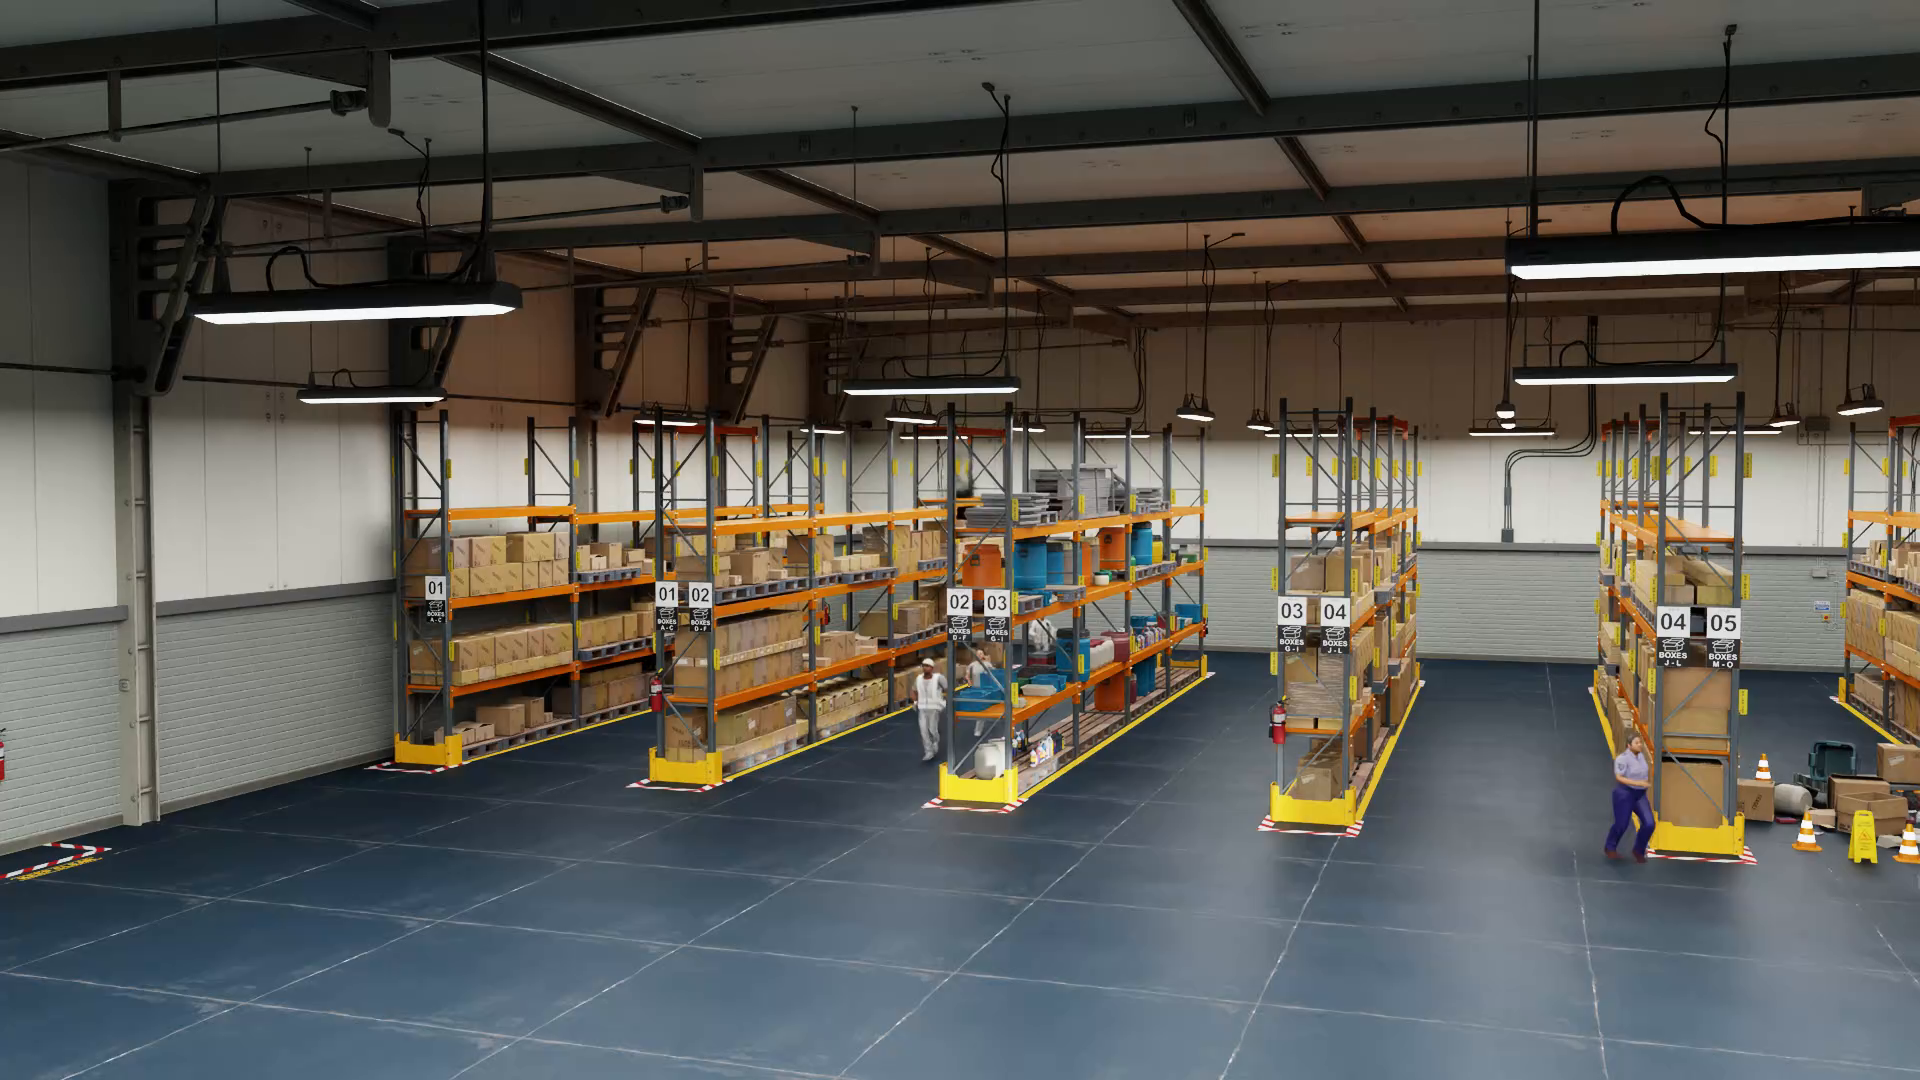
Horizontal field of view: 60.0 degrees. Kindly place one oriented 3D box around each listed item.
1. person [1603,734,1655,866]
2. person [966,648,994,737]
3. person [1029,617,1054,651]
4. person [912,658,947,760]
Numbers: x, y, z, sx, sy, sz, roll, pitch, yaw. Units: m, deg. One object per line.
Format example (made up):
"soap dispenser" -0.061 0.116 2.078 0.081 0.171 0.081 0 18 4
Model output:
"person" 8.514 3.304 21.058 0.622 1.719 0.722 -1 3 -23
"person" 0.390 2.841 31.250 0.568 1.634 0.701 0 2 10
"person" 1.918 2.456 39.276 0.602 1.713 0.885 0 2 5
"person" -0.527 2.909 28.603 0.684 1.742 0.543 1 3 18
